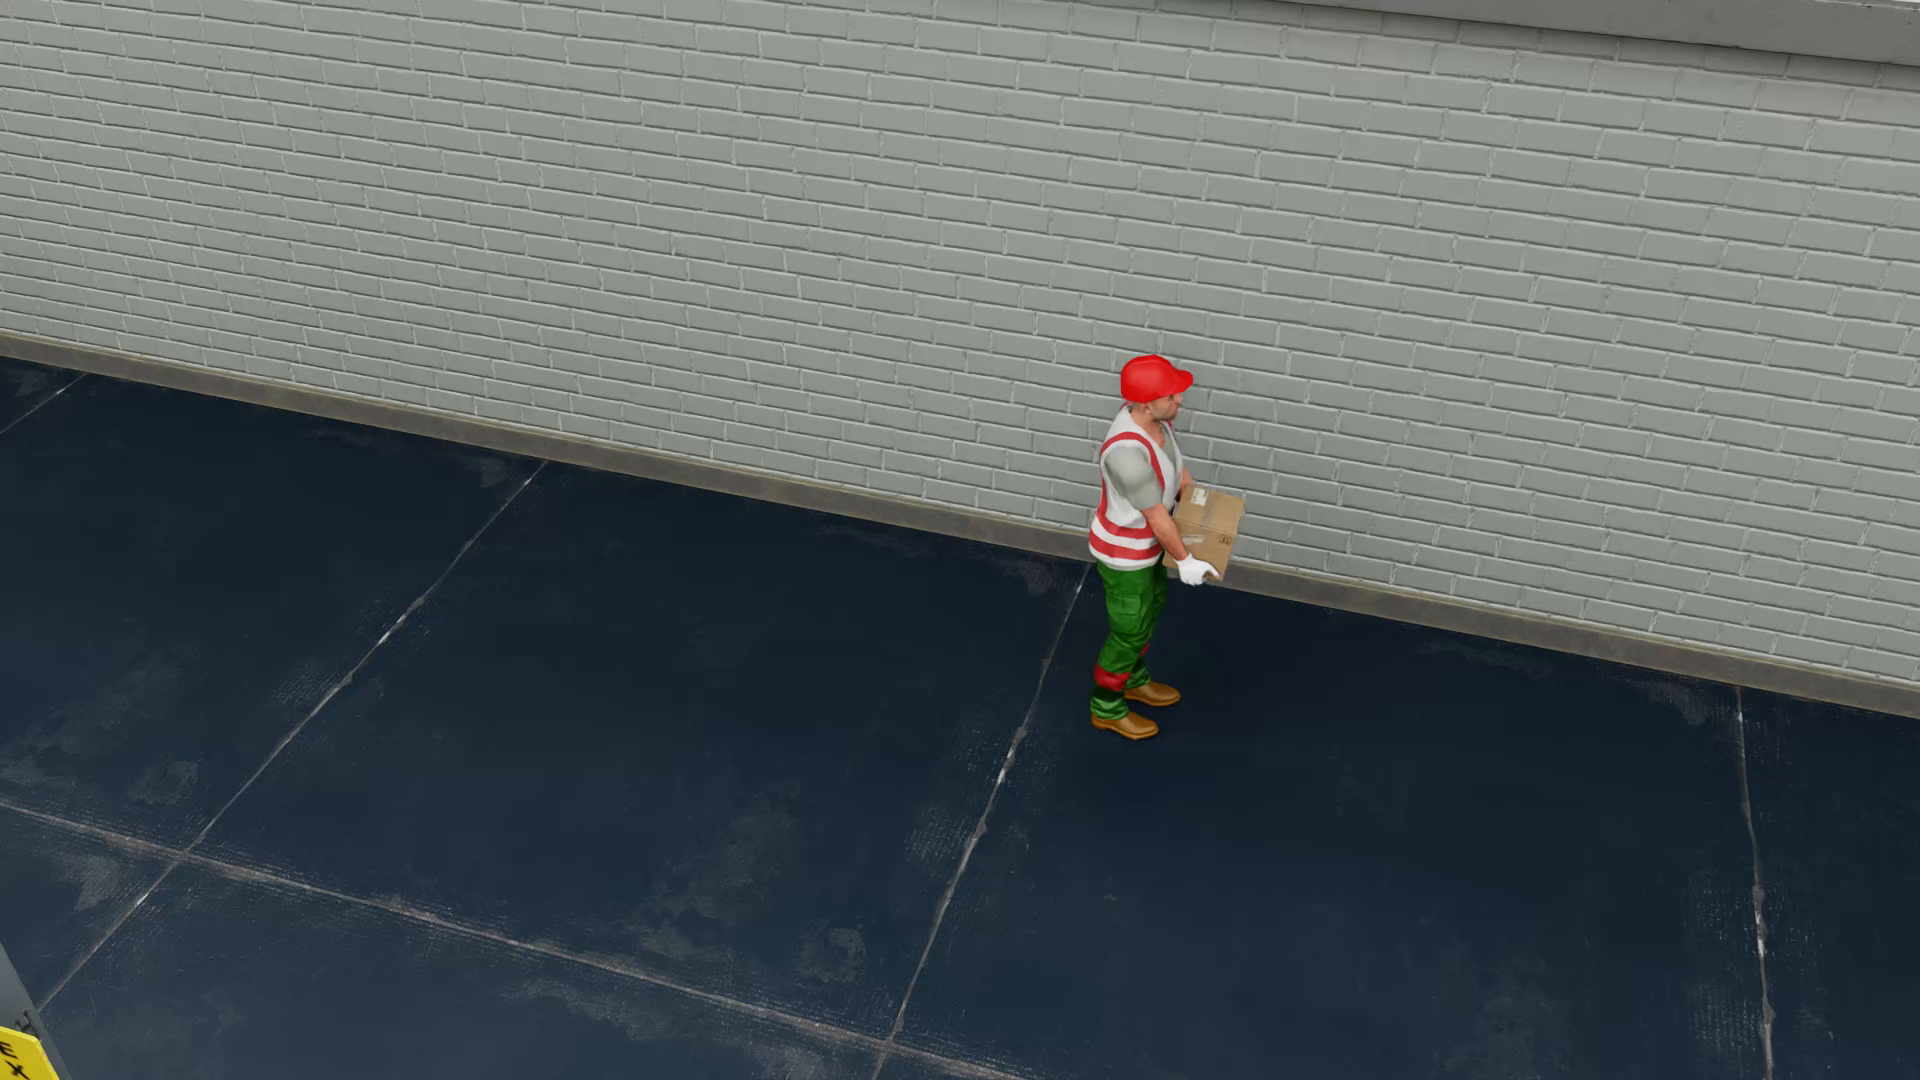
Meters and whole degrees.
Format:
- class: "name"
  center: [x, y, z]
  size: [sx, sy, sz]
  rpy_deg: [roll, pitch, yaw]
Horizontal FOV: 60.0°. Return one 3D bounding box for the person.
- class: "person"
  center: [0.813, 0.036, 6.825]
  size: [0.556, 1.786, 0.495]
  rpy_deg: [10, 38, 13]
